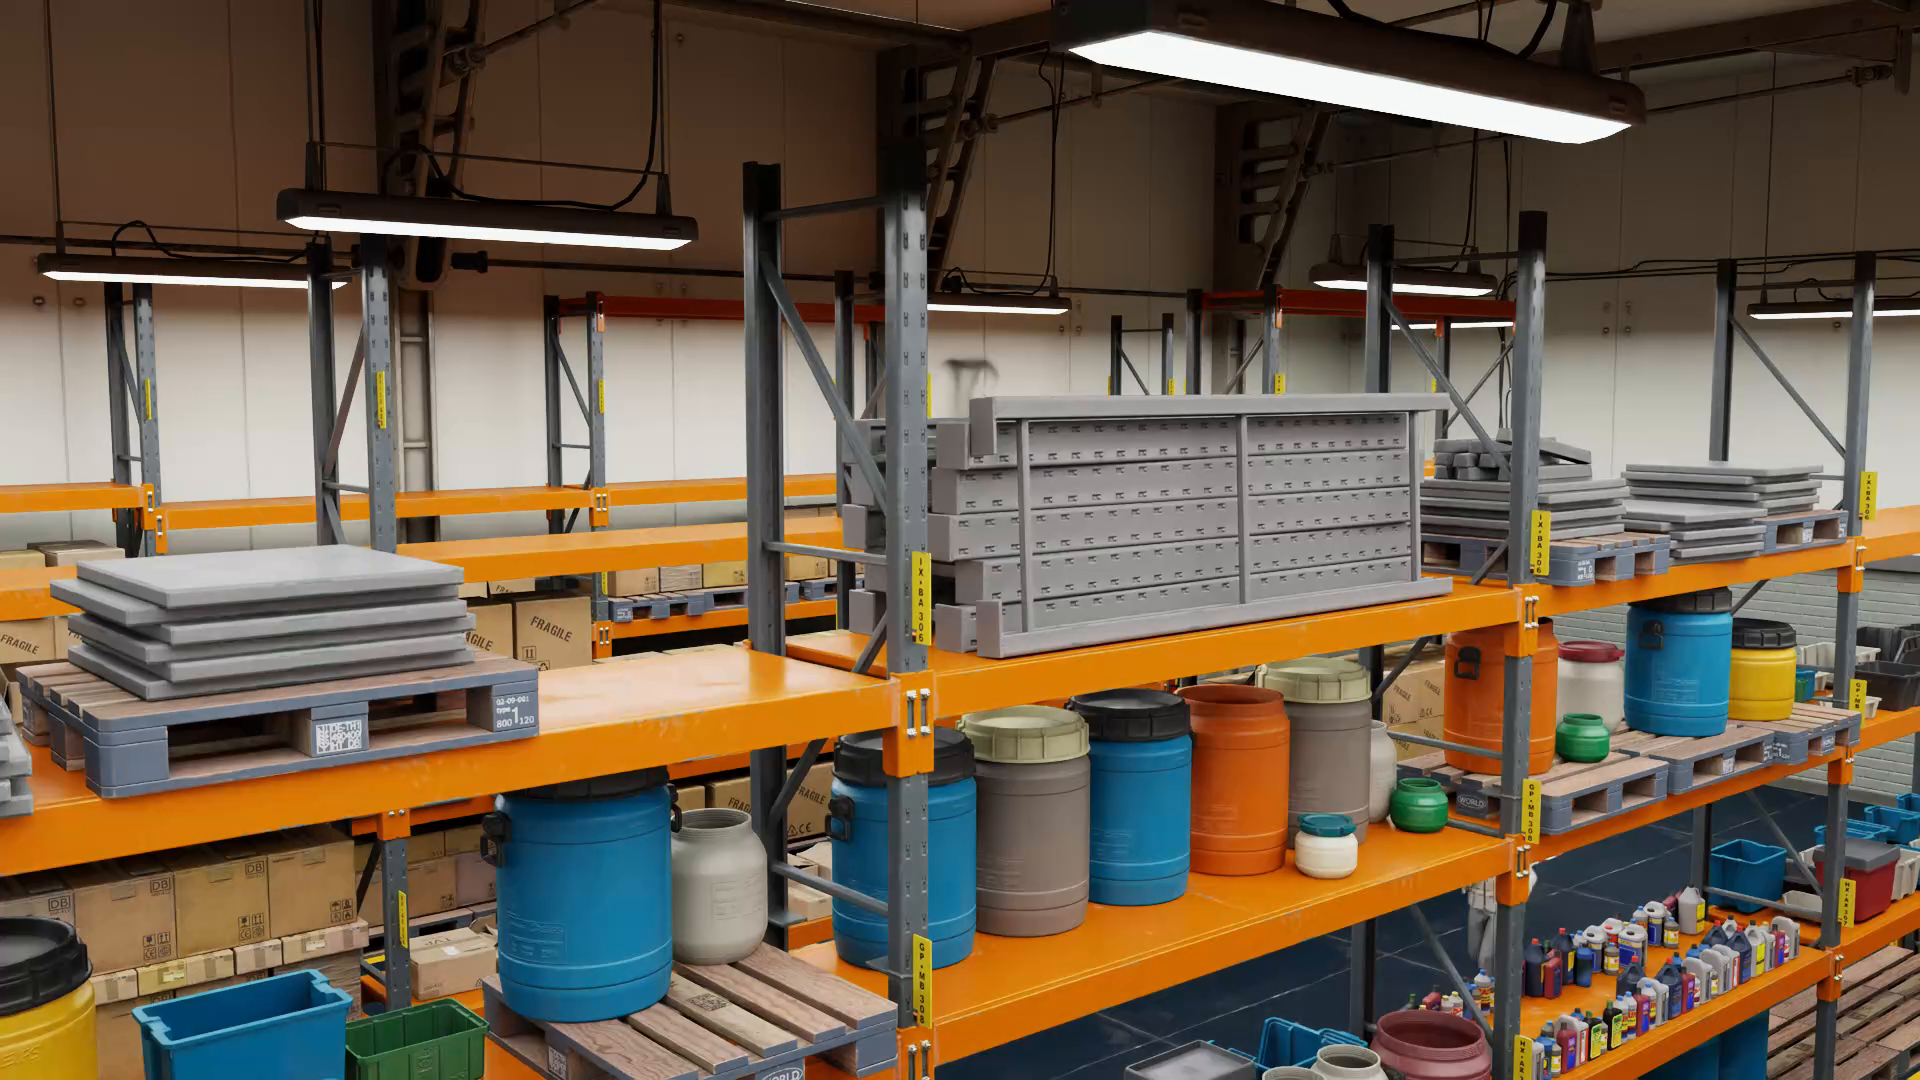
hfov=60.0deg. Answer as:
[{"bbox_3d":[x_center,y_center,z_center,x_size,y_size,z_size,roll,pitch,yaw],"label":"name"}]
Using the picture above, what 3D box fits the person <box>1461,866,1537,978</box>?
[{"bbox_3d":[4.368,3.040,13.638,0.625,1.605,0.797,5,7,41],"label":"person"}]
